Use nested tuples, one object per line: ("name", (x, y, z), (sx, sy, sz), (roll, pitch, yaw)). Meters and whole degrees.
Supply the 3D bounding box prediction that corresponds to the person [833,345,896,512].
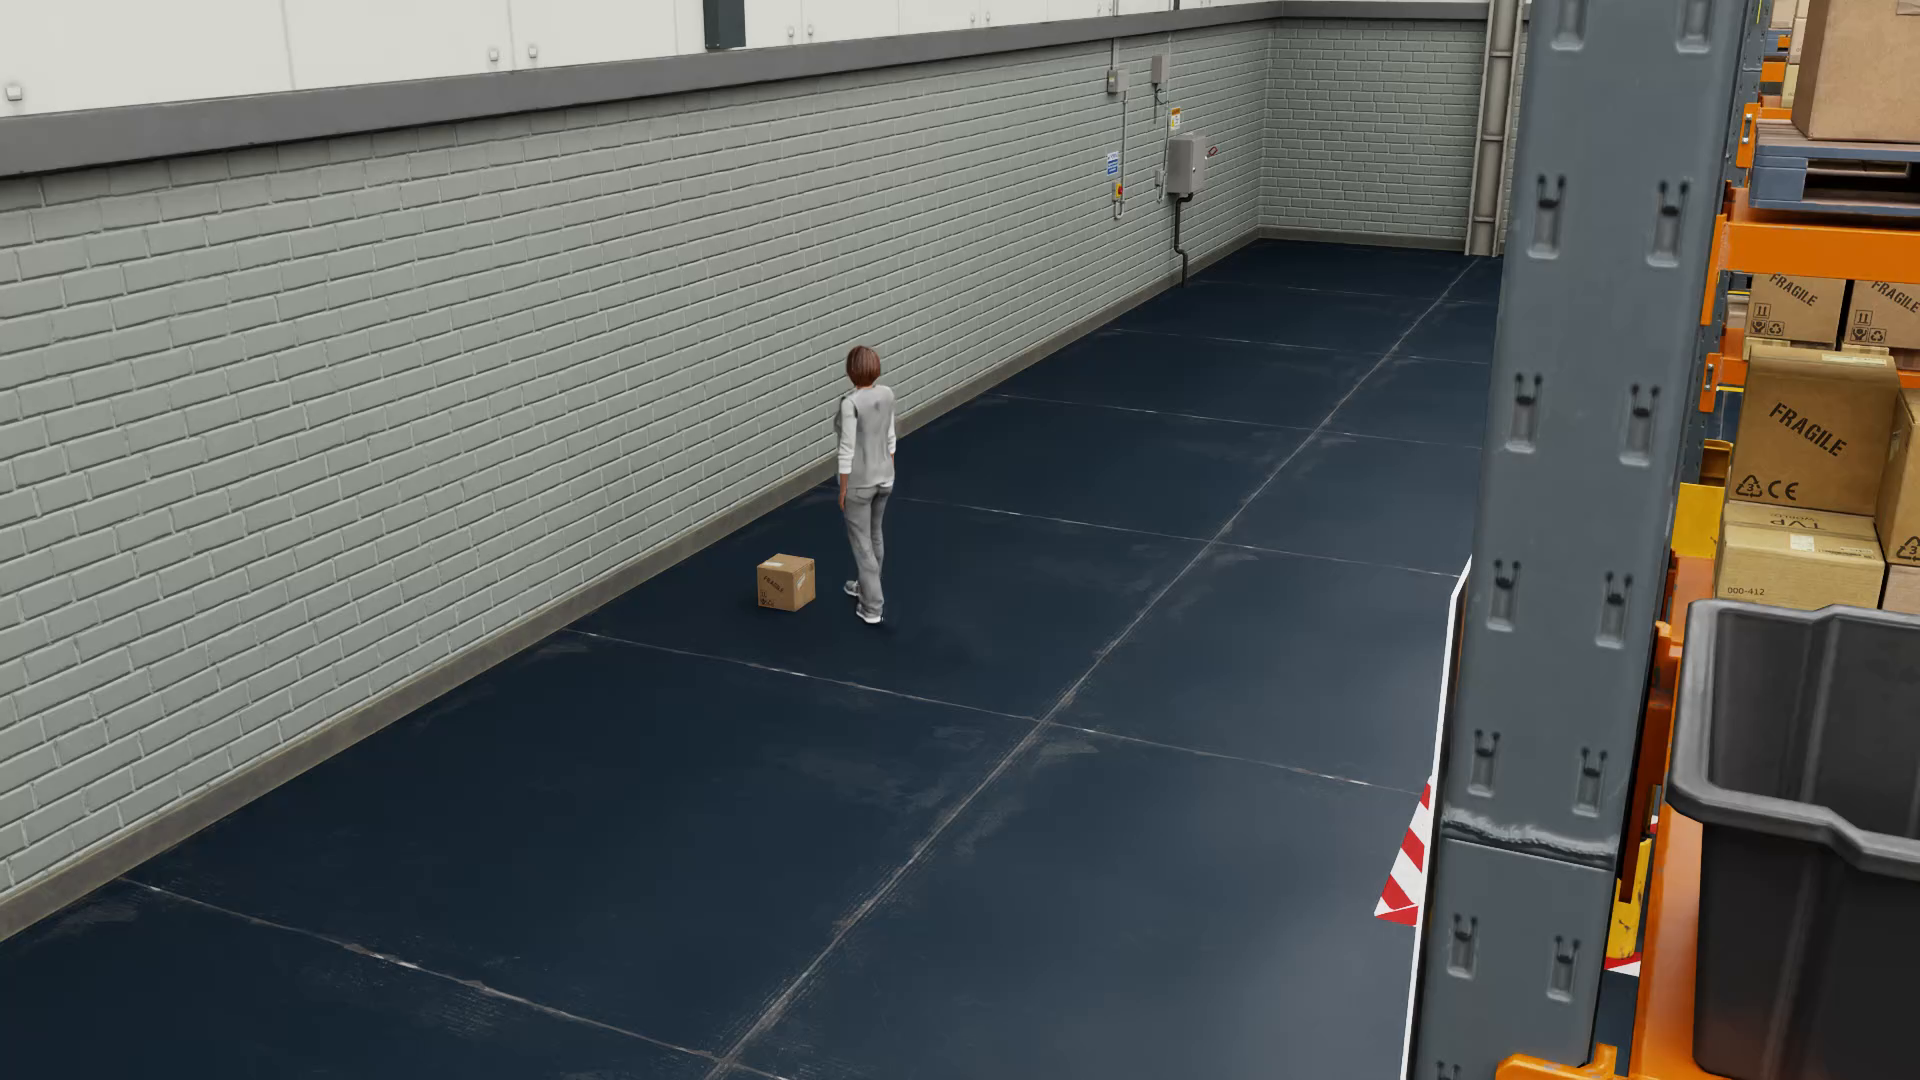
("person", (-0.539, -0.635, 9.382), (0.302, 0.937, 0.424), (17, 26, 41))
